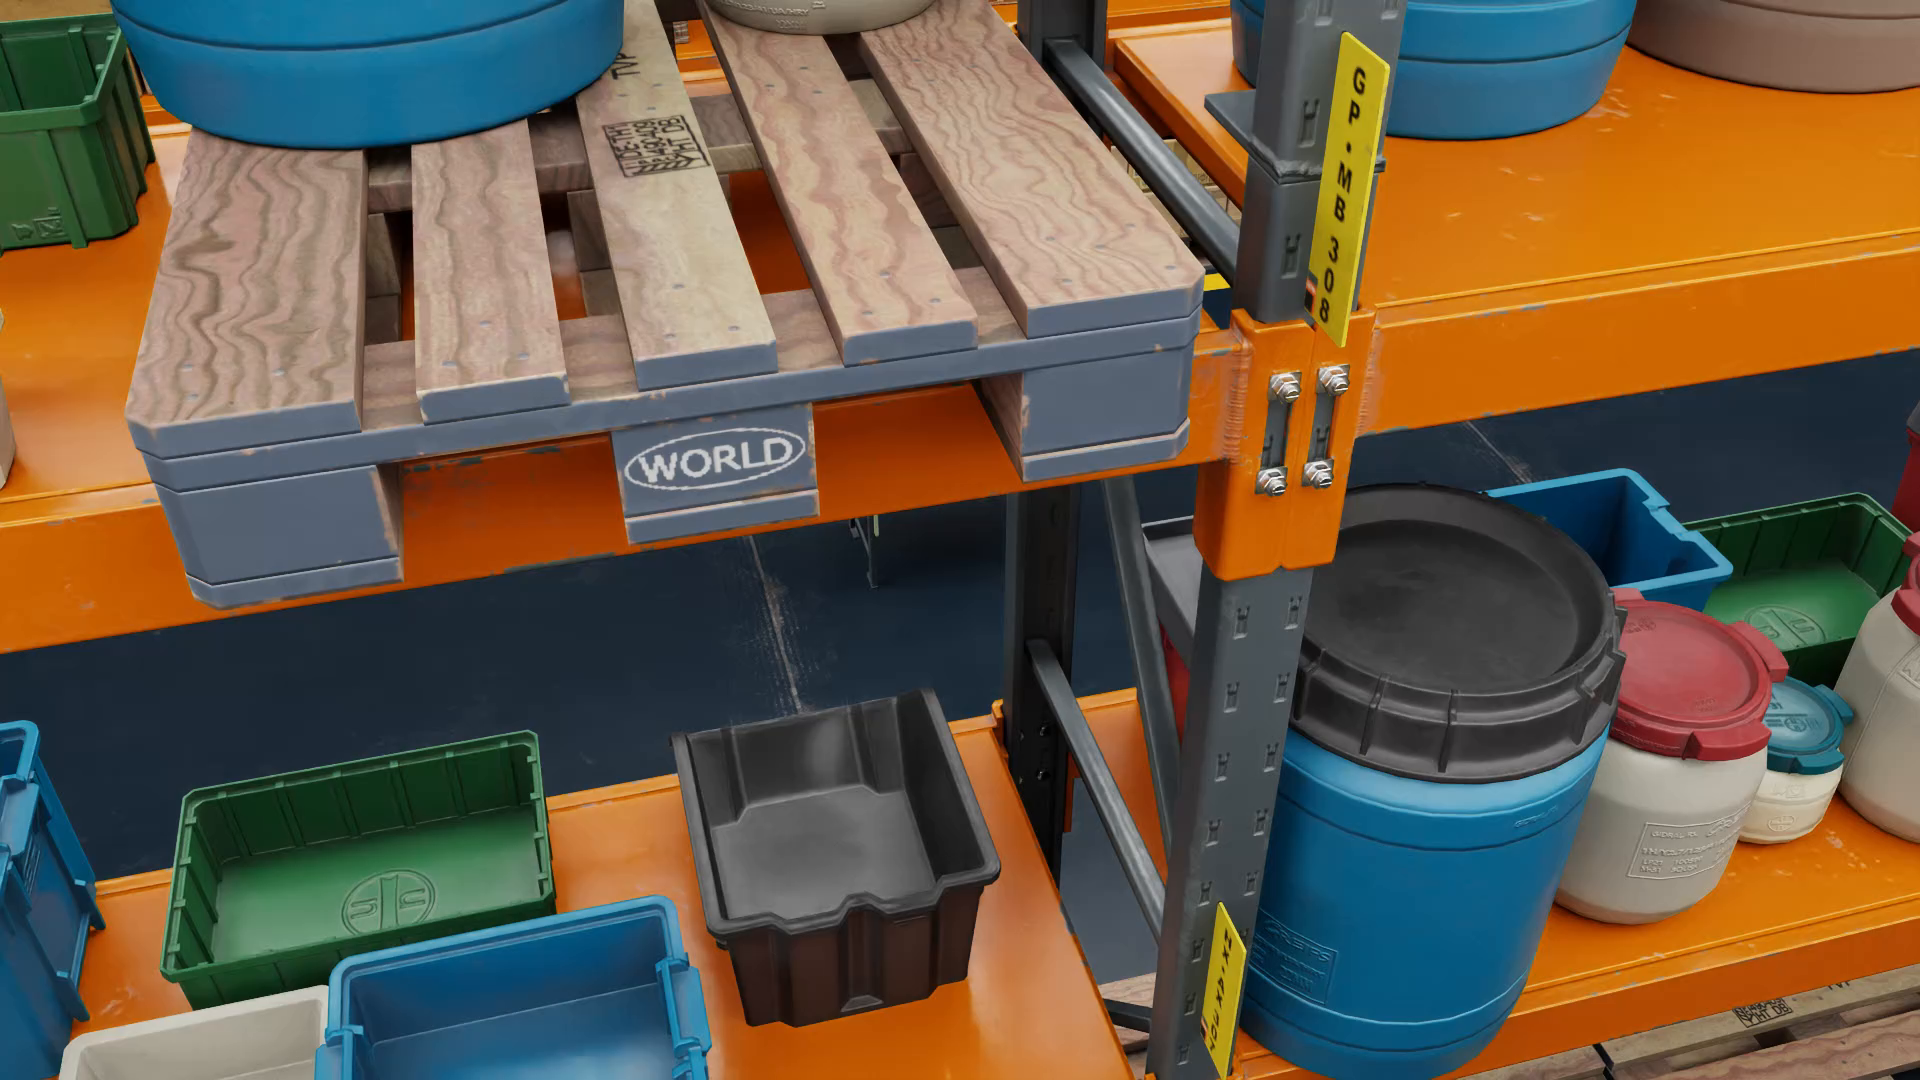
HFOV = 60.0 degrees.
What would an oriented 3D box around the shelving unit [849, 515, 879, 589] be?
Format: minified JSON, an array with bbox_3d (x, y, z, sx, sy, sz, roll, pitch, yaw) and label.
[{"bbox_3d":[-0.006,-0.595,5.793,0.755,1.500,0.431,-9,38,-12],"label":"shelving unit"}]

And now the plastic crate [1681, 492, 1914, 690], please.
[{"bbox_3d":[1.888,0.142,3.769,0.662,0.188,0.450,-9,38,-12],"label":"plastic crate"}]

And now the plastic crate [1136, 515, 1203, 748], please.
[{"bbox_3d":[0.668,0.218,3.443,0.583,0.464,0.402,-9,38,-12],"label":"plastic crate"}]

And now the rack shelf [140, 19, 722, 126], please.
[{"bbox_3d":[-2.939,-1.804,6.731,4.000,0.370,1.077,-9,38,-12],"label":"rack shelf"}]

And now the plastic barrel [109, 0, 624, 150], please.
[{"bbox_3d":[-0.709,-0.963,1.813,0.708,0.901,0.600,-9,38,-12],"label":"plastic barrel"}]

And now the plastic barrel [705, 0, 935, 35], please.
[{"bbox_3d":[-0.187,-0.950,2.116,0.421,0.512,0.421,0,37,0],"label":"plastic barrel"}]

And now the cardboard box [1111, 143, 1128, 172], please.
[{"bbox_3d":[0.440,-1.782,7.567,0.500,0.311,0.500,-11,39,-13],"label":"cardboard box"}]

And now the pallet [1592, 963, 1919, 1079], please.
[{"bbox_3d":[2.208,1.265,4.423,1.213,0.211,1.003,-9,38,-12],"label":"pallet"}]

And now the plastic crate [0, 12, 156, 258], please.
[{"bbox_3d":[-1.314,-0.517,2.163,0.450,0.188,0.336,-9,38,-12],"label":"plastic crate"}]

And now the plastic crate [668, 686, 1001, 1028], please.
[{"bbox_3d":[-0.259,0.533,3.136,0.504,0.338,0.767,-9,38,-12],"label":"plastic crate"}]

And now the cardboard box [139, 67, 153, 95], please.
[{"bbox_3d":[-2.922,-2.126,6.478,0.500,0.500,0.700,-8,38,-11],"label":"cardboard box"}]

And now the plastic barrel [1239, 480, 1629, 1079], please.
[{"bbox_3d":[0.732,0.417,2.823,0.708,0.901,0.600,-9,38,-12],"label":"plastic barrel"}]

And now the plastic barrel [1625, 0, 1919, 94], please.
[{"bbox_3d":[1.346,-1.202,2.471,0.600,0.901,0.600,0,37,0],"label":"plastic barrel"}]

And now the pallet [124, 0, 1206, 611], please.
[{"bbox_3d":[-0.391,-0.445,2.050,1.003,0.211,1.213,-9,38,-12],"label":"pallet"}]

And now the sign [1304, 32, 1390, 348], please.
[{"bbox_3d":[0.413,-0.371,1.790,0.005,0.325,0.100,-9,38,-12],"label":"sign"}]

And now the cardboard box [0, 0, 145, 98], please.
[{"bbox_3d":[-3.429,-2.040,6.366,0.500,0.500,0.700,-9,38,-12],"label":"cardboard box"}]

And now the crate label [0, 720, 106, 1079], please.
[{"bbox_3d":[-1.875,0.669,2.877,0.616,0.435,0.502,-9,38,-12],"label":"crate label"}]

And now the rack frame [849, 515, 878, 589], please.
[{"bbox_3d":[-0.360,-0.537,5.717,0.023,1.500,0.400,-9,38,-12],"label":"rack frame"}]

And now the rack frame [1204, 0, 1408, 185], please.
[{"bbox_3d":[0.280,-1.883,1.305,0.127,3.000,1.000,-9,38,-12],"label":"rack frame"}]

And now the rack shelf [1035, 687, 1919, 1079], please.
[{"bbox_3d":[2.211,0.469,3.761,4.000,0.370,1.077,-9,38,-12],"label":"rack shelf"}]

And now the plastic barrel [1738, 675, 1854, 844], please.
[{"bbox_3d":[1.598,0.435,3.326,0.301,0.262,0.301,0,37,0],"label":"plastic barrel"}]

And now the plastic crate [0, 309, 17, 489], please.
[{"bbox_3d":[-1.164,-0.096,1.654,0.396,0.136,0.243,-9,38,-12],"label":"plastic crate"}]

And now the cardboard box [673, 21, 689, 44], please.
[{"bbox_3d":[-1.435,-2.372,6.800,0.500,0.500,0.700,-10,39,-13],"label":"cardboard box"}]

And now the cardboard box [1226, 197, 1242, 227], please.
[{"bbox_3d":[1.427,-1.727,7.956,0.500,0.250,0.500,-8,38,-11],"label":"cardboard box"}]

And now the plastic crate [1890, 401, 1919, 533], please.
[{"bbox_3d":[2.502,-0.083,3.837,0.583,0.464,0.402,-9,38,-12],"label":"plastic crate"}]

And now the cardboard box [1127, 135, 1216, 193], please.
[{"bbox_3d":[0.940,-1.867,7.678,0.500,0.311,0.500,-8,38,-11],"label":"cardboard box"}]

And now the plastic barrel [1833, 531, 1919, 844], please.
[{"bbox_3d":[1.969,0.307,3.268,0.433,0.535,0.433,0,37,0],"label":"plastic barrel"}]

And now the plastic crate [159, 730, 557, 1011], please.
[{"bbox_3d":[-1.104,0.633,3.128,0.662,0.188,0.450,-9,38,-12],"label":"plastic crate"}]

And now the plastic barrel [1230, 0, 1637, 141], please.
[{"bbox_3d":[0.714,-1.099,2.336,0.708,0.901,0.600,-9,38,-12],"label":"plastic barrel"}]

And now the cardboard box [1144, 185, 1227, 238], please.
[{"bbox_3d":[0.931,-1.643,7.847,0.500,0.250,0.500,-9,38,-11],"label":"cardboard box"}]

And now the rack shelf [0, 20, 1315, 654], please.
[{"bbox_3d":[-1.651,-0.089,2.021,4.000,0.370,1.077,-9,38,-12],"label":"rack shelf"}]

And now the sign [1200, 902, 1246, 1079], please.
[{"bbox_3d":[0.413,0.714,2.620,0.005,0.325,0.100,-9,38,-12],"label":"sign"}]

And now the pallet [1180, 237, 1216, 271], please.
[{"bbox_3d":[0.873,-1.634,8.212,1.213,0.211,1.003,-9,38,-12],"label":"pallet"}]

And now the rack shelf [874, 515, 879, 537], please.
[{"bbox_3d":[-0.006,-0.336,5.991,0.720,0.370,0.431,-9,38,-12],"label":"rack shelf"}]

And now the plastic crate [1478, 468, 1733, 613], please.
[{"bbox_3d":[1.264,0.149,3.600,0.575,0.384,0.392,-9,38,-12],"label":"plastic crate"}]

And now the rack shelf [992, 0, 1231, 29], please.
[{"bbox_3d":[0.923,-2.437,7.560,4.000,0.370,1.077,-9,38,-12],"label":"rack shelf"}]

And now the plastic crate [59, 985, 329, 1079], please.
[{"bbox_3d":[-1.222,1.010,2.678,0.437,0.136,0.530,-9,38,-12],"label":"plastic crate"}]

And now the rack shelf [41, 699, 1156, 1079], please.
[{"bbox_3d":[-1.651,1.102,2.932,4.000,0.370,1.077,-9,38,-12],"label":"rack shelf"}]

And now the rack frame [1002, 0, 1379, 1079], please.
[{"bbox_3d":[0.280,0.500,3.128,0.127,3.000,1.000,-9,38,-12],"label":"rack frame"}]

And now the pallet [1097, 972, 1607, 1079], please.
[{"bbox_3d":[1.028,1.460,4.168,1.213,0.211,1.003,-9,38,-12],"label":"pallet"}]

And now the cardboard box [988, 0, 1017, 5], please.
[{"bbox_3d":[0.246,-2.642,7.152,0.500,0.500,0.500,-7,38,-9],"label":"cardboard box"}]

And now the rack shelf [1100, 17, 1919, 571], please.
[{"bbox_3d":[2.211,-0.723,2.849,4.000,0.370,1.077,-9,38,-12],"label":"rack shelf"}]

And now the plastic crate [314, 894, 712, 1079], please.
[{"bbox_3d":[-0.718,0.893,2.736,0.616,0.251,0.499,-9,38,-12],"label":"plastic crate"}]

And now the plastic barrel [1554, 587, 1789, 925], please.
[{"bbox_3d":[1.261,0.423,3.117,0.433,0.535,0.433,0,37,0],"label":"plastic barrel"}]
